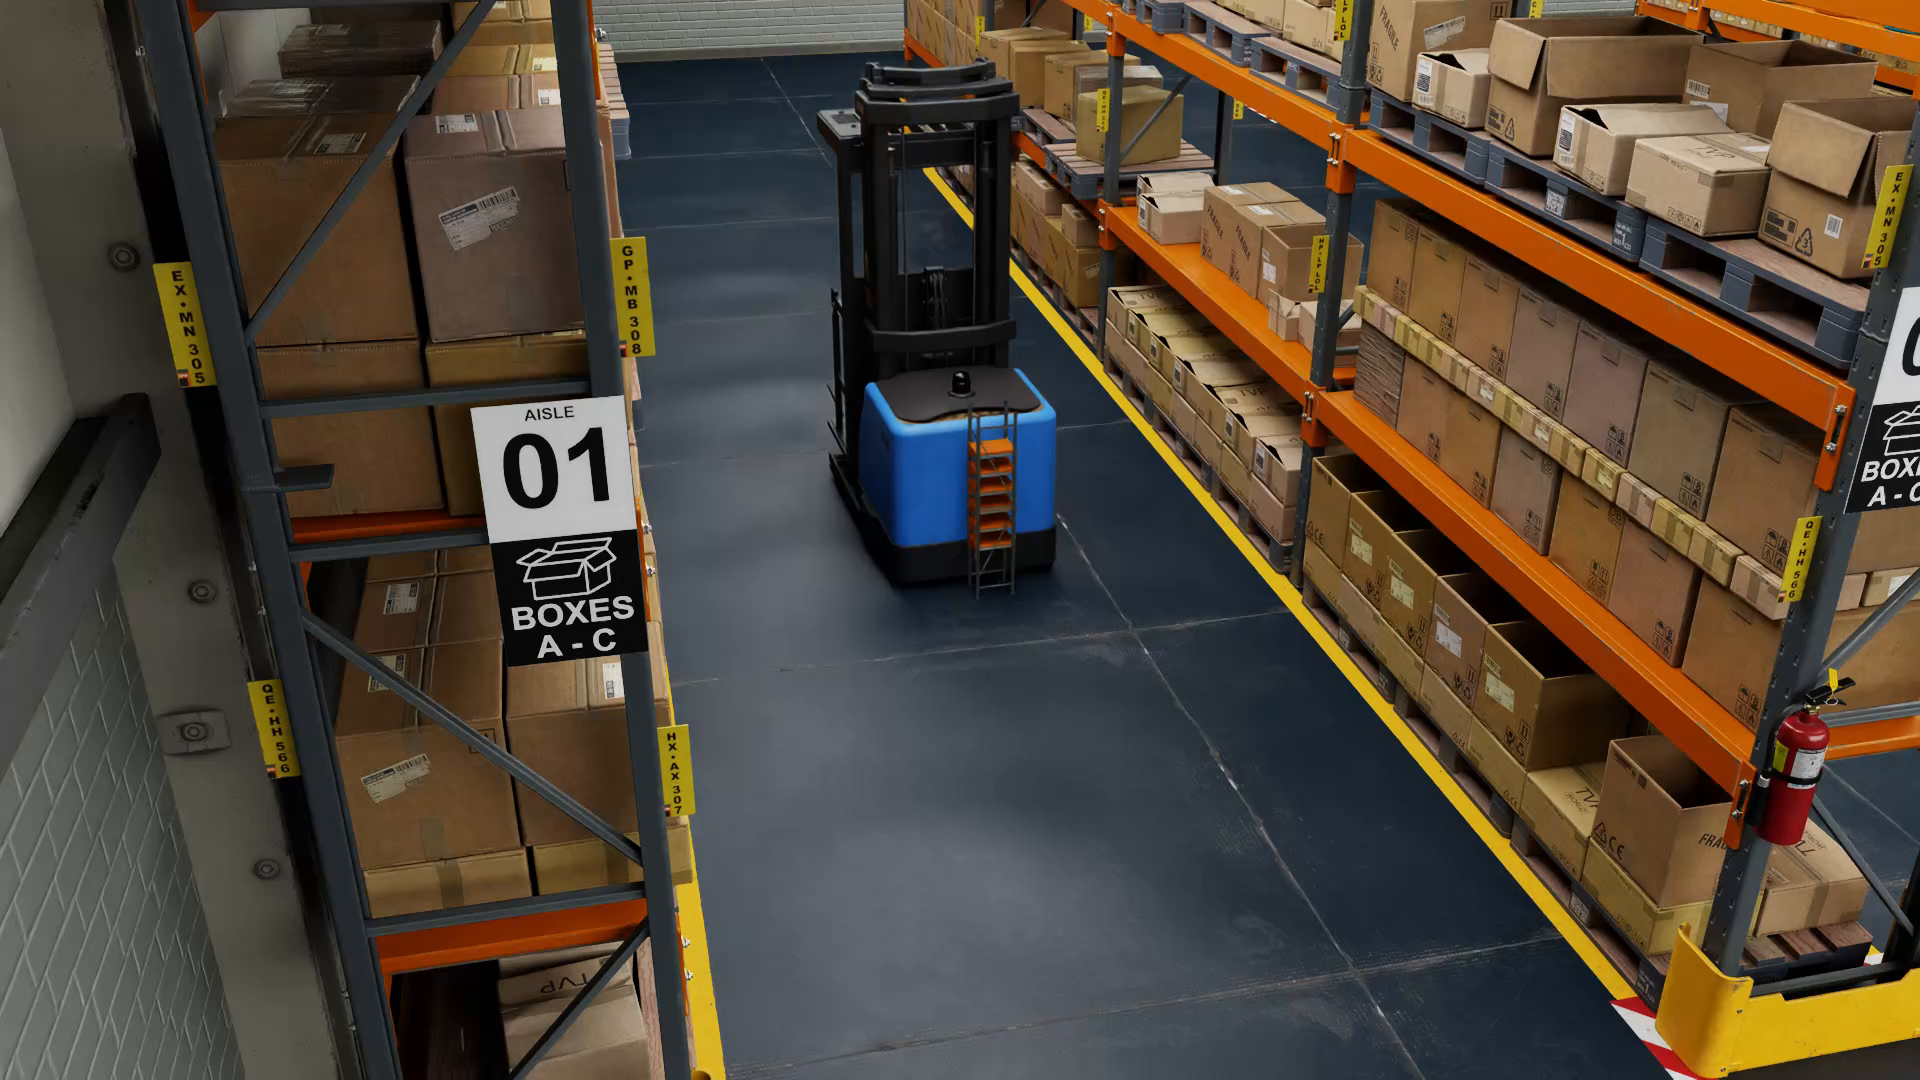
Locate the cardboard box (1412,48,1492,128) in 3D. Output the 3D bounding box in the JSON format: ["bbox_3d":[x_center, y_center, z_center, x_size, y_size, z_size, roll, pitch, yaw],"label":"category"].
[{"bbox_3d":[2.507,-2.178,7.884,0.500,0.311,0.500,-7,28,-14],"label":"cardboard box"}]

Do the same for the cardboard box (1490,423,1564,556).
[{"bbox_3d":[2.986,-0.288,7.880,0.700,0.500,0.500,-5,27,-10],"label":"cardboard box"}]

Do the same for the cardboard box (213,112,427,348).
[{"bbox_3d":[-1.747,-0.855,4.542,0.500,0.500,0.500,-5,27,-9],"label":"cardboard box"}]

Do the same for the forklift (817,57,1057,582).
[{"bbox_3d":[-0.283,-1.696,10.858,1.130,2.935,3.031,-7,28,-13],"label":"forklift"}]

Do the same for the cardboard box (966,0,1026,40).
[{"bbox_3d":[0.360,-5.312,16.725,0.500,0.500,0.500,-6,27,-11],"label":"cardboard box"}]

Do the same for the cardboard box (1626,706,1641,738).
[{"bbox_3d":[3.287,0.652,7.882,0.500,0.500,0.500,-6,27,-12],"label":"cardboard box"}]

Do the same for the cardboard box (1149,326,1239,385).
[{"bbox_3d":[1.699,-1.366,12.091,0.500,0.311,0.500,-7,28,-13],"label":"cardboard box"}]

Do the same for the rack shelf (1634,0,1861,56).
[{"bbox_3d":[9.928,-6.187,20.477,1.077,0.370,4.000,-6,27,-12],"label":"rack shelf"}]

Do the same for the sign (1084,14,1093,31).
[{"bbox_3d":[1.266,-5.200,16.439,0.100,0.325,0.005,-6,27,-12],"label":"sign"}]

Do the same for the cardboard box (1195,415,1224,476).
[{"bbox_3d":[1.925,-0.673,11.340,0.500,0.250,0.500,-5,27,-10],"label":"cardboard box"}]

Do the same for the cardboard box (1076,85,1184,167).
[{"bbox_3d":[1.376,-3.367,13.514,0.700,0.500,0.500,-16,31,-29],"label":"cardboard box"}]

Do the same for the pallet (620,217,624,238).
[{"bbox_3d":[-2.933,-1.977,11.551,1.213,0.211,1.003,-6,27,-12],"label":"pallet"}]

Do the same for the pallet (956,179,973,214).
[{"bbox_3d":[0.572,-3.682,17.811,1.003,0.211,1.213,-6,27,-12],"label":"pallet"}]

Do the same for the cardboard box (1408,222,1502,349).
[{"bbox_3d":[2.750,-1.321,8.488,0.700,0.500,0.500,-6,27,-12],"label":"cardboard box"}]

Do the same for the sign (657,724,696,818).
[{"bbox_3d":[-0.866,0.706,5.062,0.100,0.325,0.005,-6,27,-12],"label":"sign"}]

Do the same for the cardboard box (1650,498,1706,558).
[{"bbox_3d":[3.041,-0.067,6.723,0.380,0.149,0.250,-6,27,-12],"label":"cardboard box"}]

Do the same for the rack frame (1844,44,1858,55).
[{"bbox_3d":[10.379,-5.630,18.575,1.000,3.000,0.127,-6,27,-12],"label":"rack frame"}]

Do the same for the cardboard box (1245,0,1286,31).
[{"bbox_3d":[2.158,-3.419,10.566,0.500,0.250,0.500,-8,28,-16],"label":"cardboard box"}]

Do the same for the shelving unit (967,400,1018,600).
[{"bbox_3d":[0.189,-0.227,9.869,0.258,1.200,0.189,-7,28,-13],"label":"shelving unit"}]

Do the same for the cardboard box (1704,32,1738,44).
[{"bbox_3d":[9.904,-5.952,21.106,0.875,0.875,0.875,-6,27,-12],"label":"cardboard box"}]

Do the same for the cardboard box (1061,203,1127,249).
[{"bbox_3d":[1.171,-2.696,14.216,0.500,0.250,0.500,-5,27,-10],"label":"cardboard box"}]

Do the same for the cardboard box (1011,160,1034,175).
[{"bbox_3d":[0.598,-3.469,16.580,0.500,0.500,0.500,-7,28,-14],"label":"cardboard box"}]

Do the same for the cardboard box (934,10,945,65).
[{"bbox_3d":[0.011,-5.538,18.283,0.500,0.500,0.500,-6,27,-11],"label":"cardboard box"}]

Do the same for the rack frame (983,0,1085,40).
[{"bbox_3d":[0.726,-4.626,16.585,1.000,3.000,0.127,-6,27,-12],"label":"rack frame"}]

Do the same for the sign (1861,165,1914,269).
[{"bbox_3d":[2.899,-1.008,5.193,0.100,0.325,0.005,-6,27,-12],"label":"sign"}]

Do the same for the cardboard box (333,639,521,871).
[{"bbox_3d":[-1.708,0.685,5.376,0.500,0.500,0.500,-6,27,-12],"label":"cardboard box"}]

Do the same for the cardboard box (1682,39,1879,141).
[{"bbox_3d":[3.323,-1.748,6.823,0.500,0.500,0.500,-6,27,-12],"label":"cardboard box"}]

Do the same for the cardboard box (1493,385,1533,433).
[{"bbox_3d":[2.754,-0.630,7.839,0.380,0.149,0.250,-6,27,-12],"label":"cardboard box"}]

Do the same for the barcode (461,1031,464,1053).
[{"bbox_3d":[-1.857,1.867,6.208,0.001,0.075,0.075,-6,27,-12],"label":"barcode"}]

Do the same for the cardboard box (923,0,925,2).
[{"bbox_3d":[-0.207,-6.422,18.924,0.500,0.500,0.500,-6,27,-11],"label":"cardboard box"}]

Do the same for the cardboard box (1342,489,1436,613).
[{"bbox_3d":[2.449,0.046,9.084,0.500,0.500,0.500,-6,27,-12],"label":"cardboard box"}]

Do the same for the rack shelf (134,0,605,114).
[{"bbox_3d":[-1.846,-2.086,5.699,1.077,0.370,4.000,-6,27,-12],"label":"rack shelf"}]

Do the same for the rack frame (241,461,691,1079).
[{"bbox_3d":[-1.395,1.147,5.148,1.000,3.000,0.127,-6,27,-12],"label":"rack frame"}]

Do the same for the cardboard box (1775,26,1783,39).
[{"bbox_3d":[9.817,-5.957,19.502,0.380,0.149,0.250,-5,27,-11],"label":"cardboard box"}]

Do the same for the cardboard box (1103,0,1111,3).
[{"bbox_3d":[1.496,-4.441,12.780,0.910,0.500,0.500,-6,27,-12],"label":"cardboard box"}]

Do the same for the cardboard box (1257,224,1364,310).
[{"bbox_3d":[2.253,-1.728,10.734,0.500,0.500,0.500,-4,27,-8],"label":"cardboard box"}]

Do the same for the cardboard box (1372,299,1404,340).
[{"bbox_3d":[2.458,-1.200,8.968,0.380,0.149,0.250,-6,27,-11],"label":"cardboard box"}]

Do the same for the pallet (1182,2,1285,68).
[{"bbox_3d":[2.123,-3.345,10.929,1.003,0.211,1.213,-5,27,-9],"label":"pallet"}]

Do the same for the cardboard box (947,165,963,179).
[{"bbox_3d":[0.152,-4.172,18.183,0.500,0.311,0.500,-6,27,-12],"label":"cardboard box"}]

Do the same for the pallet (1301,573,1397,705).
[{"bbox_3d":[2.667,0.485,9.555,1.003,0.211,1.213,-6,27,-12],"label":"pallet"}]

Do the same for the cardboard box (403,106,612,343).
[{"bbox_3d":[-1.245,-0.886,4.604,0.500,0.500,0.500,-8,28,-15],"label":"cardboard box"}]

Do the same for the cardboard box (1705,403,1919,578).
[{"bbox_3d":[3.326,-0.211,6.288,0.700,0.500,0.500,-6,27,-11],"label":"cardboard box"}]

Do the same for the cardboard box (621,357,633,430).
[{"bbox_3d":[-1.313,-0.657,5.261,0.500,0.500,0.500,-4,27,-8],"label":"cardboard box"}]

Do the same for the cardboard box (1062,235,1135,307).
[{"bbox_3d":[1.188,-2.337,14.337,0.500,0.500,0.500,-5,27,-10],"label":"cardboard box"}]

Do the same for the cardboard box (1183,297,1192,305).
[{"bbox_3d":[1.986,-1.875,13.099,0.500,0.311,0.500,-5,27,-10],"label":"cardboard box"}]

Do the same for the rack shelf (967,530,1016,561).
[{"bbox_3d":[0.189,0.027,9.997,0.258,0.103,0.180,-7,28,-13],"label":"rack shelf"}]

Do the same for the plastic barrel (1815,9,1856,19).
[{"bbox_3d":[6.575,-4.232,12.000,0.600,0.830,0.708,-6,27,-12],"label":"plastic barrel"}]

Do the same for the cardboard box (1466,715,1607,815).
[{"bbox_3d":[2.783,1.040,7.947,0.500,0.250,0.500,-6,27,-12],"label":"cardboard box"}]

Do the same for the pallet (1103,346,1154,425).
[{"bbox_3d":[1.775,-1.259,13.011,1.003,0.211,1.213,-6,27,-12],"label":"pallet"}]

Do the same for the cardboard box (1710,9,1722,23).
[{"bbox_3d":[9.528,-6.520,20.618,0.380,0.149,0.250,-6,27,-12],"label":"cardboard box"}]

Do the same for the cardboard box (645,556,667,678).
[{"bbox_3d":[-1.311,0.412,5.916,0.500,0.500,0.500,-6,27,-11],"label":"cardboard box"}]

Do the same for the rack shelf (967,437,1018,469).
[{"bbox_3d":[0.189,-0.509,9.727,0.258,0.103,0.180,-7,28,-13],"label":"rack shelf"}]

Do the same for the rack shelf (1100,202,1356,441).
[{"bbox_3d":[2.078,-1.670,11.529,1.077,0.370,4.000,-6,27,-12],"label":"rack shelf"}]
